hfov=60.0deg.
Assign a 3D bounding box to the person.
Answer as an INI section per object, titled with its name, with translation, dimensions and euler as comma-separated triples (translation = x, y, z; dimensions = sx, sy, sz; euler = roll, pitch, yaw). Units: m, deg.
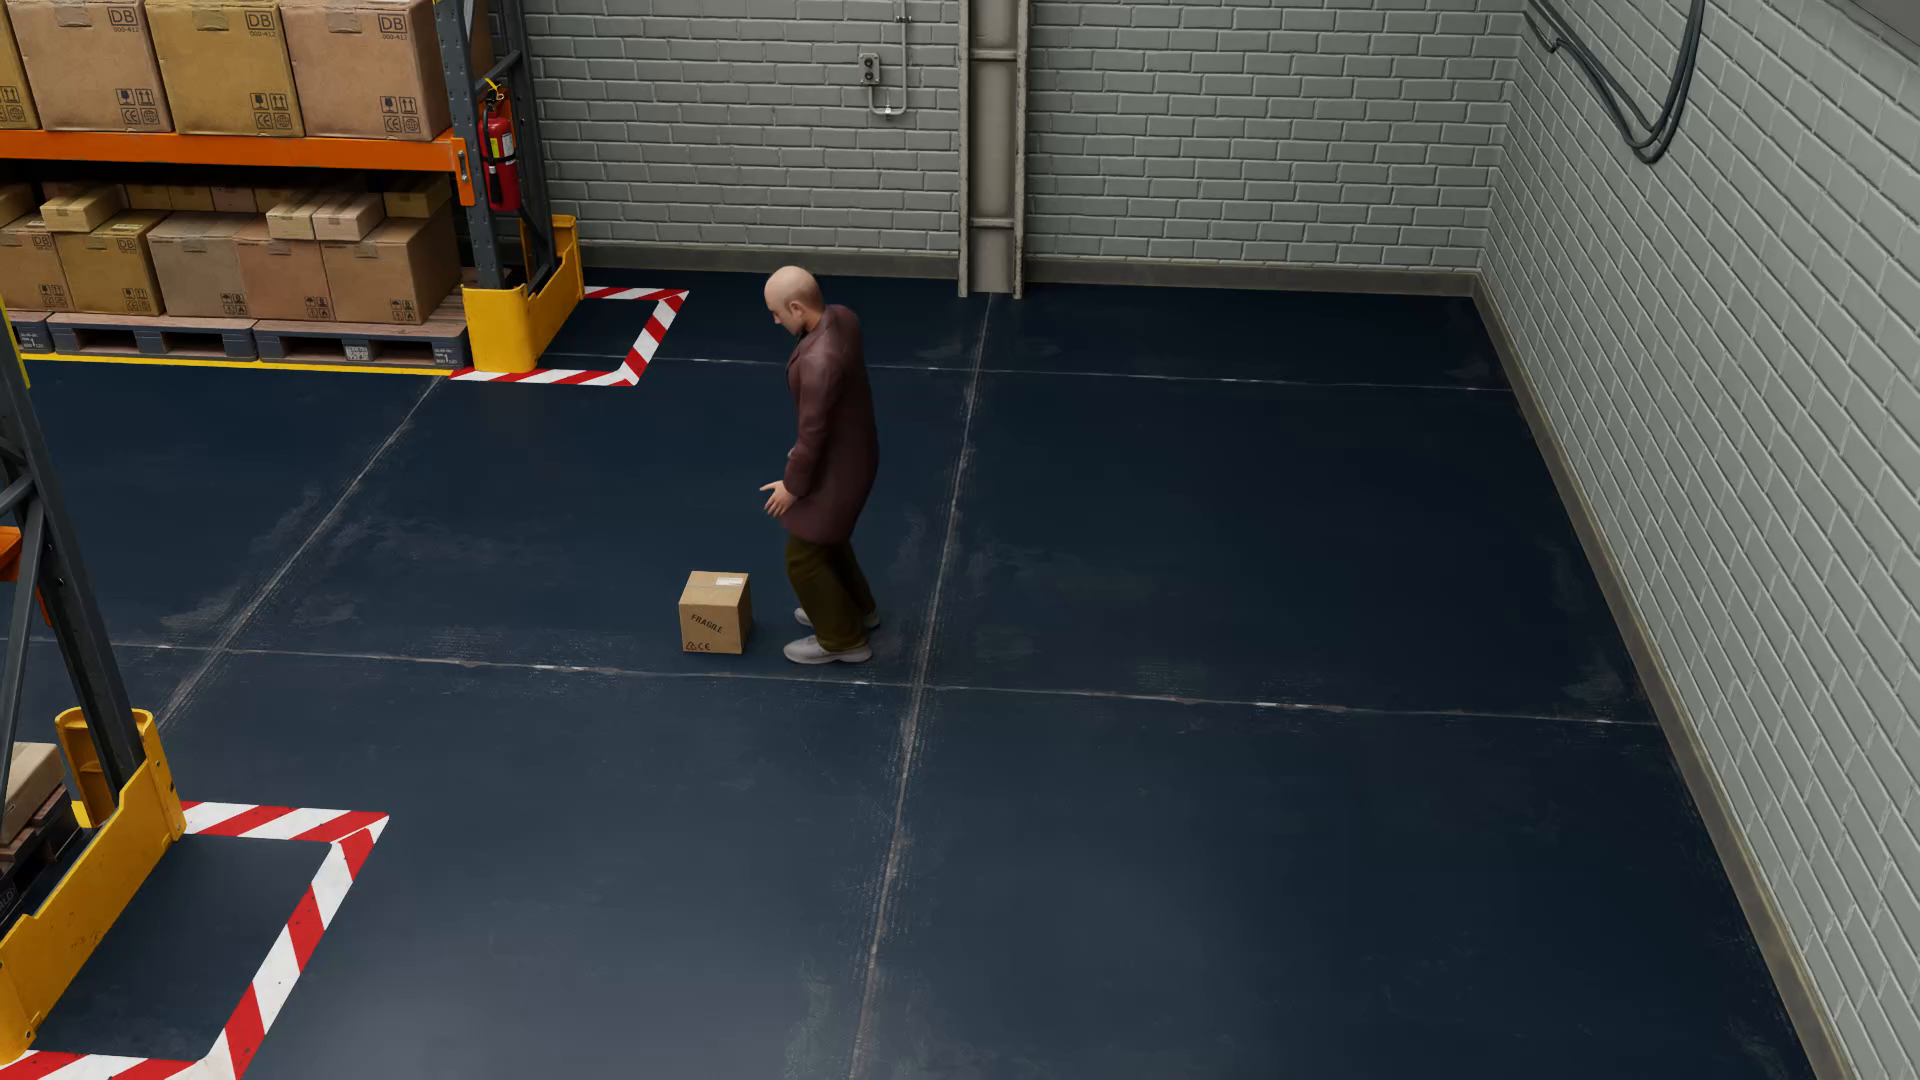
[person]
translation = -0.549, -0.285, 6.673
dimensions = 0.432, 1.727, 0.591
euler = 3, 32, 5
